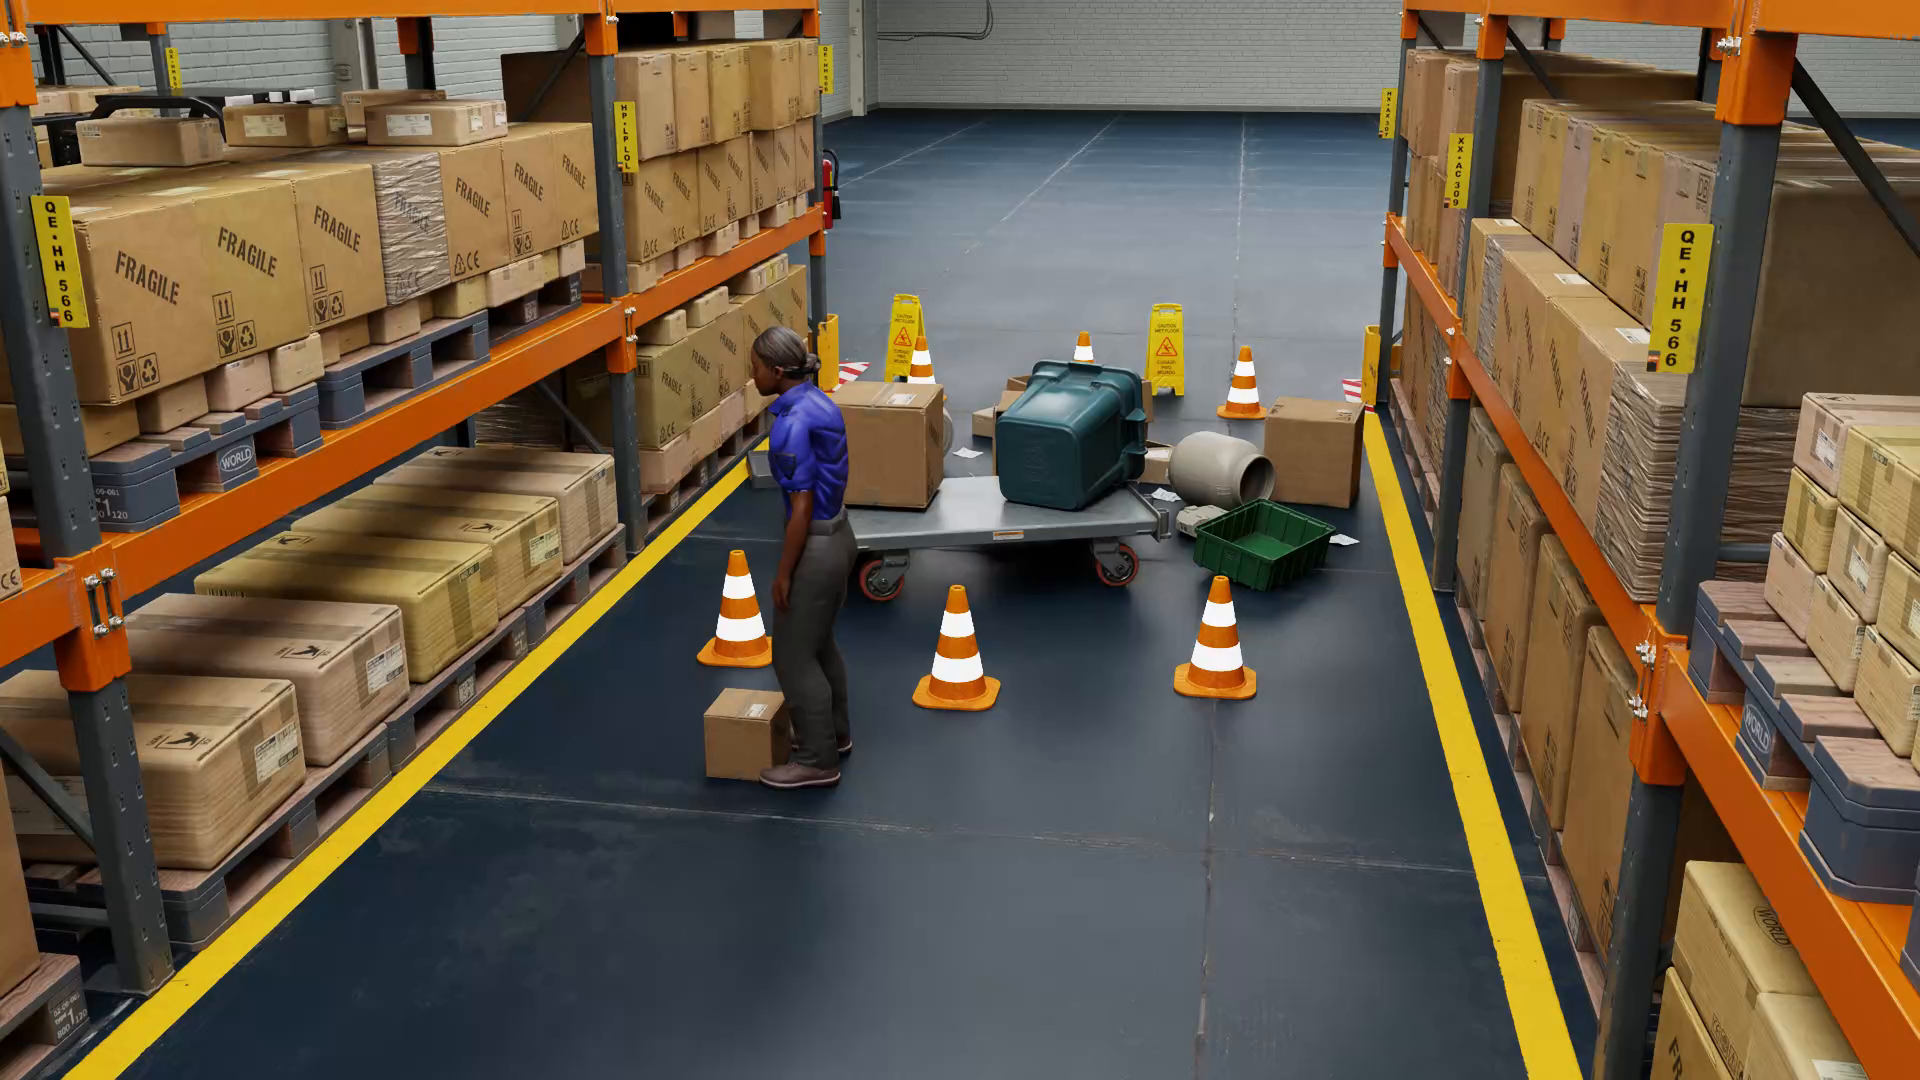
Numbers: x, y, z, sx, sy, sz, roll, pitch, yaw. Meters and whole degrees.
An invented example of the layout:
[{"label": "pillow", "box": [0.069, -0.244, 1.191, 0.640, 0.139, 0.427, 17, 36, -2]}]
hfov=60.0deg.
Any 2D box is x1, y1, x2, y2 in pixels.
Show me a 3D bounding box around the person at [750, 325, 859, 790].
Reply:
[{"label": "person", "box": [-0.547, 0.063, 5.893, 0.348, 1.640, 0.504, 3, 18, 9]}]
